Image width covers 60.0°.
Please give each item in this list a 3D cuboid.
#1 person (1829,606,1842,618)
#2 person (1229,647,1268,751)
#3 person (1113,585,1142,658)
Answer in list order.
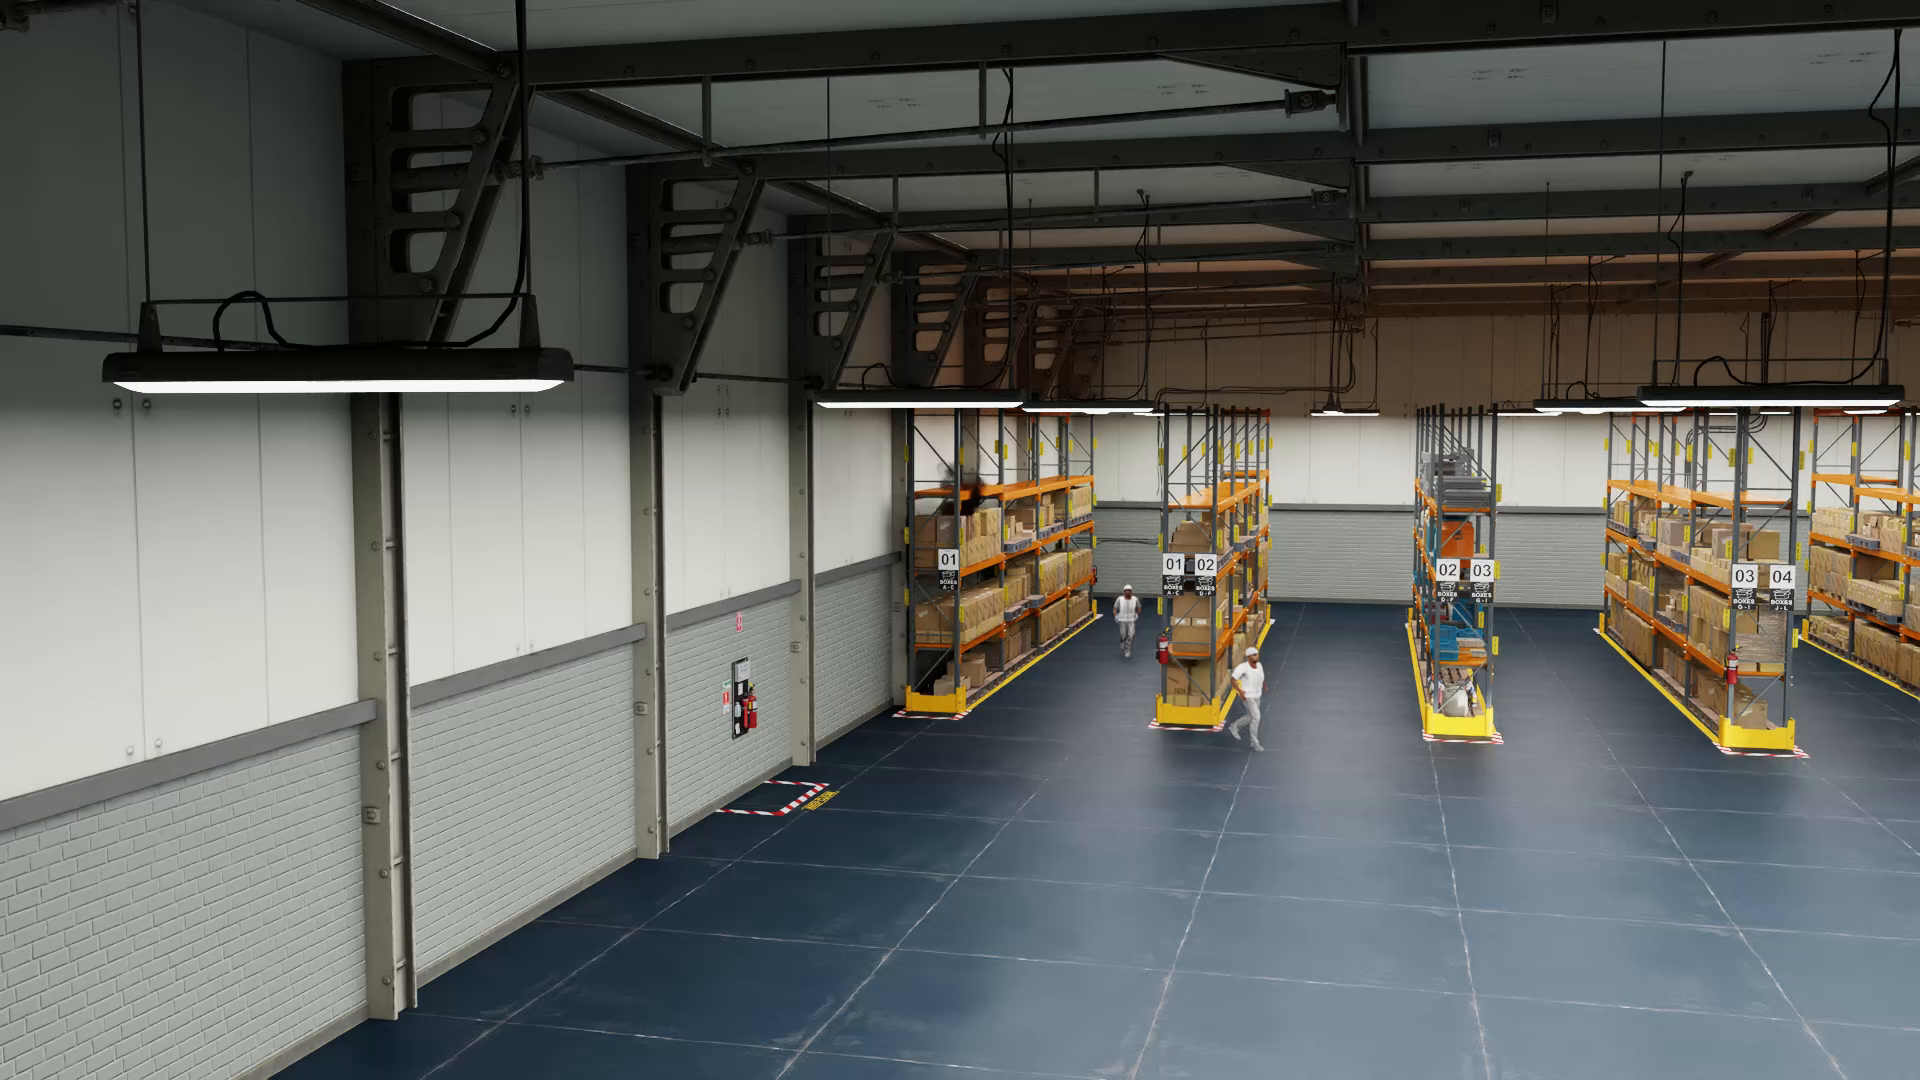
[{"bbox_3d":[23.279,1.726,44.039,0.666,1.625,0.514,1,4,11],"label":"person"},{"bbox_3d":[5.008,2.737,28.950,0.693,1.789,0.834,-4,5,-41],"label":"person"},{"bbox_3d":[4.034,1.945,40.018,0.683,1.735,0.625,0,4,1],"label":"person"}]
